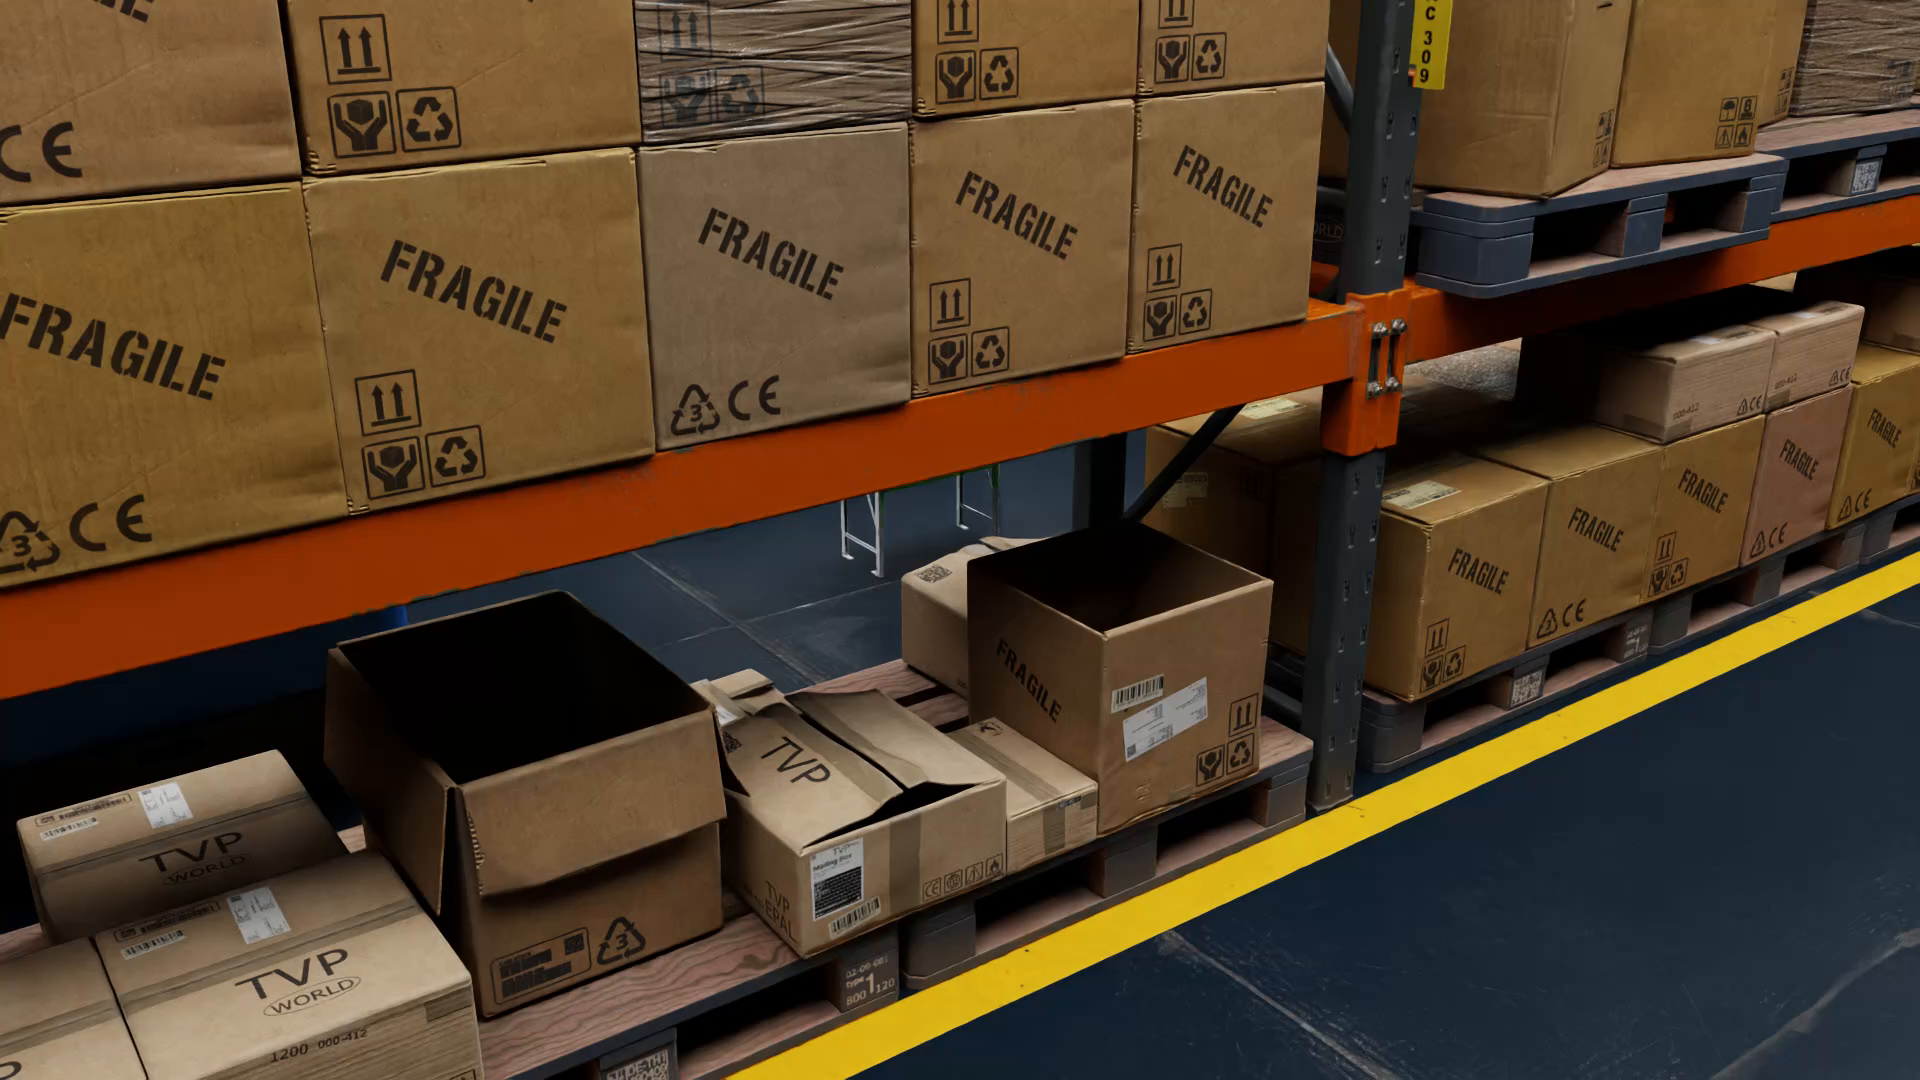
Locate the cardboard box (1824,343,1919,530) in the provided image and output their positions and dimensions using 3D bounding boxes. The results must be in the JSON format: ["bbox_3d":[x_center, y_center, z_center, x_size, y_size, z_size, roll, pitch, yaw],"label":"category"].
[{"bbox_3d":[2.862,-0.390,5.606,0.500,0.500,0.500,-16,27,-35],"label":"cardboard box"}]

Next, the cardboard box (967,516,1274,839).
[{"bbox_3d":[0.360,0.299,3.878,0.500,0.500,0.500,-15,26,-33],"label":"cardboard box"}]

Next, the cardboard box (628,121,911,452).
[{"bbox_3d":[-0.432,-0.503,2.975,0.500,0.500,0.500,-14,26,-32],"label":"cardboard box"}]

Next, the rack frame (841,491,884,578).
[{"bbox_3d":[-0.332,-0.469,5.452,0.015,1.200,0.240,-15,26,-33],"label":"rack frame"}]

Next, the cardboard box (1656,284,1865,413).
[{"bbox_3d":[2.411,-0.614,5.155,0.500,0.250,0.500,-16,26,-34],"label":"cardboard box"}]

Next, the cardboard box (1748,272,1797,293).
[{"bbox_3d":[3.368,-0.762,6.539,0.500,0.500,0.500,-14,26,-31],"label":"cardboard box"}]

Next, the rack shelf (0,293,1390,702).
[{"bbox_3d":[-0.966,-0.099,3.067,4.000,0.370,1.077,-15,26,-33],"label":"rack shelf"}]

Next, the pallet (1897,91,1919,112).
[{"bbox_3d":[3.395,-1.475,5.804,1.003,0.211,1.213,-15,26,-33],"label":"pallet"}]

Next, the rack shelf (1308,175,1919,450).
[{"bbox_3d":[2.280,-0.965,5.237,4.000,0.370,1.077,-15,26,-33],"label":"rack shelf"}]

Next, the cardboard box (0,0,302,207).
[{"bbox_3d":[-1.247,-0.750,2.244,0.500,0.500,0.500,-15,26,-32],"label":"cardboard box"}]

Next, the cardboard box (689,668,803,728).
[{"bbox_3d":[-0.506,0.462,3.921,0.250,0.166,0.380,-15,26,-33],"label":"cardboard box"}]

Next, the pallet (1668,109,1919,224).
[{"bbox_3d":[2.328,-1.220,5.166,1.213,0.211,1.003,-15,26,-33],"label":"pallet"}]

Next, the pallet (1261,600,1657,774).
[{"bbox_3d":[1.295,0.242,5.006,1.213,0.211,1.003,-15,26,-33],"label":"pallet"}]

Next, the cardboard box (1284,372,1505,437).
[{"bbox_3d":[1.296,-0.207,5.146,0.500,0.500,0.500,-15,26,-33],"label":"cardboard box"}]

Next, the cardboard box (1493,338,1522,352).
[{"bbox_3d":[2.115,-0.426,5.696,0.500,0.500,0.500,-16,27,-35],"label":"cardboard box"}]

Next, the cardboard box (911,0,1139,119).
[{"bbox_3d":[-0.017,-1.078,3.066,0.500,0.500,0.500,-16,27,-34],"label":"cardboard box"}]

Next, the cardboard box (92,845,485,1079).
[{"bbox_3d":[-1.171,0.824,2.901,0.500,0.250,0.500,-15,26,-33],"label":"cardboard box"}]

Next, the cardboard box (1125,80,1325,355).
[{"bbox_3d":[0.401,-0.727,3.536,0.500,0.500,0.500,-14,26,-32],"label":"cardboard box"}]

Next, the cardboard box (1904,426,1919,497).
[{"bbox_3d":[3.282,-0.502,5.886,0.500,0.500,0.500,-14,26,-31],"label":"cardboard box"}]

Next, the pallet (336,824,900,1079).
[{"bbox_3d":[-0.892,0.843,3.498,1.213,0.211,1.003,-15,26,-33],"label":"pallet"}]

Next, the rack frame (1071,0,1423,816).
[{"bbox_3d":[0.657,-0.866,4.019,0.127,3.000,1.000,-15,26,-33],"label":"rack frame"}]

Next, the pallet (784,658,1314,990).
[{"bbox_3d":[0.099,0.578,4.164,1.213,0.211,1.003,-15,26,-33],"label":"pallet"}]

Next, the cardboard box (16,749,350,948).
[{"bbox_3d":[-1.504,0.684,3.251,0.500,0.250,0.500,-15,26,-33],"label":"cardboard box"}]

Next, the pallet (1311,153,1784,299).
[{"bbox_3d":[1.369,-0.917,4.406,1.213,0.211,1.003,-15,26,-33],"label":"pallet"}]

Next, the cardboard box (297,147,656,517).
[{"bbox_3d":[-0.844,-0.392,2.696,0.500,0.500,0.500,-15,26,-32],"label":"cardboard box"}]

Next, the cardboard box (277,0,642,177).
[{"bbox_3d":[-0.835,-0.860,2.520,0.500,0.500,0.500,-15,26,-33],"label":"cardboard box"}]

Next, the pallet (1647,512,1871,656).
[{"bbox_3d":[2.286,-0.024,5.671,1.213,0.211,1.003,-15,26,-33],"label":"pallet"}]

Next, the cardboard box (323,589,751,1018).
[{"bbox_3d":[-0.865,0.497,3.377,0.637,0.503,0.797,-15,26,-33],"label":"cardboard box"}]

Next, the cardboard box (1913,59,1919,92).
[{"bbox_3d":[3.459,-1.803,5.666,0.700,0.500,0.500,14,26,32],"label":"cardboard box"}]

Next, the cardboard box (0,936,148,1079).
[{"bbox_3d":[-1.577,0.932,2.630,0.500,0.250,0.500,-15,26,-33],"label":"cardboard box"}]

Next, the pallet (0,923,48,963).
[{"bbox_3d":[-1.882,1.106,2.841,1.213,0.211,1.003,-15,26,-33],"label":"pallet"}]

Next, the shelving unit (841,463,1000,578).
[{"bbox_3d":[-0.134,-0.521,5.584,0.503,1.200,0.258,-15,26,-33],"label":"shelving unit"}]

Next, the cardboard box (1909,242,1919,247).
[{"bbox_3d":[4.185,-1.098,6.986,0.500,0.311,0.500,-14,26,-31],"label":"cardboard box"}]

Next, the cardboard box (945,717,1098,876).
[{"bbox_3d":[0.091,0.562,3.694,0.250,0.149,0.380,-15,26,-33],"label":"cardboard box"}]

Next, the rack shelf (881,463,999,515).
[{"bbox_3d":[-0.134,-0.239,5.697,0.480,0.148,0.258,-15,26,-33],"label":"rack shelf"}]

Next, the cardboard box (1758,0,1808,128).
[{"bbox_3d":[2.055,-1.508,4.927,0.700,0.500,0.500,17,27,36],"label":"cardboard box"}]

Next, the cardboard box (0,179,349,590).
[{"bbox_3d":[-1.251,-0.284,2.427,0.500,0.500,0.500,-15,26,-33],"label":"cardboard box"}]

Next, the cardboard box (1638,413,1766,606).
[{"bbox_3d":[2.028,-0.165,5.043,0.500,0.500,0.500,-15,26,-32],"label":"cardboard box"}]

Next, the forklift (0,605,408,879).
[{"bbox_3d":[-2.899,-0.588,3.414,3.031,2.935,1.130,-15,26,-33],"label":"forklift"}]

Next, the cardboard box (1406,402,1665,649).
[{"bbox_3d":[1.618,-0.059,4.777,0.500,0.500,0.500,-14,26,-32],"label":"cardboard box"}]

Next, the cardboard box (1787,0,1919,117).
[{"bbox_3d":[2.605,-1.662,5.314,0.500,0.500,0.700,-10,24,-23],"label":"cardboard box"}]

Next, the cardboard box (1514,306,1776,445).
[{"bbox_3d":[2.004,-0.505,4.883,0.500,0.250,0.500,-15,26,-33],"label":"cardboard box"}]

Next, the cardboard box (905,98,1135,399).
[{"bbox_3d":[-0.017,-0.615,3.255,0.500,0.500,0.500,-14,26,-31],"label":"cardboard box"}]

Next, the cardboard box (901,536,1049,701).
[{"bbox_3d":[0.190,0.204,4.371,0.500,0.311,0.500,-15,26,-33],"label":"cardboard box"}]

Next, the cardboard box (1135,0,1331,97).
[{"bbox_3d":[0.398,-1.189,3.346,0.500,0.500,0.500,-15,26,-33],"label":"cardboard box"}]

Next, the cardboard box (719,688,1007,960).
[{"bbox_3d":[-0.249,0.550,3.506,0.500,0.311,0.500,-15,26,-33],"label":"cardboard box"}]

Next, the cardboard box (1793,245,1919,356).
[{"bbox_3d":[3.239,-0.837,5.713,0.500,0.250,0.500,-14,26,-31],"label":"cardboard box"}]

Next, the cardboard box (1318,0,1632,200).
[{"bbox_3d":[1.172,-1.143,4.011,0.700,0.500,0.500,14,26,32],"label":"cardboard box"}]

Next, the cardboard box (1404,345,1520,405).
[{"bbox_3d":[1.704,-0.315,5.418,0.500,0.500,0.500,-15,26,-32],"label":"cardboard box"}]

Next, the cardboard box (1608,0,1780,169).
[{"bbox_3d":[1.693,-1.311,4.432,0.500,0.500,0.700,-10,24,-25],"label":"cardboard box"}]

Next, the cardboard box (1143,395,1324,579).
[{"bbox_3d":[0.890,-0.102,4.884,0.500,0.500,0.500,-15,26,-33],"label":"cardboard box"}]

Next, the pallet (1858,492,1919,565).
[{"bbox_3d":[3.276,-0.286,6.329,1.213,0.211,1.003,-15,26,-33],"label":"pallet"}]

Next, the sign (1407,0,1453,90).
[{"bbox_3d":[0.980,-1.106,3.454,0.005,0.325,0.100,-15,26,-33],"label":"sign"}]

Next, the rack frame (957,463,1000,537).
[{"bbox_3d":[0.064,-0.574,5.717,0.015,1.200,0.240,-15,26,-33],"label":"rack frame"}]

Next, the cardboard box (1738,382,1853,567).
[{"bbox_3d":[2.439,-0.275,5.316,0.500,0.500,0.500,-16,27,-35],"label":"cardboard box"}]

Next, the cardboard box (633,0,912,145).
[{"bbox_3d":[-0.426,-0.969,2.793,0.500,0.500,0.500,-15,26,-32],"label":"cardboard box"}]

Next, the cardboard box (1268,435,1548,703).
[{"bbox_3d":[1.192,0.059,4.479,0.500,0.500,0.500,-16,27,-35],"label":"cardboard box"}]
